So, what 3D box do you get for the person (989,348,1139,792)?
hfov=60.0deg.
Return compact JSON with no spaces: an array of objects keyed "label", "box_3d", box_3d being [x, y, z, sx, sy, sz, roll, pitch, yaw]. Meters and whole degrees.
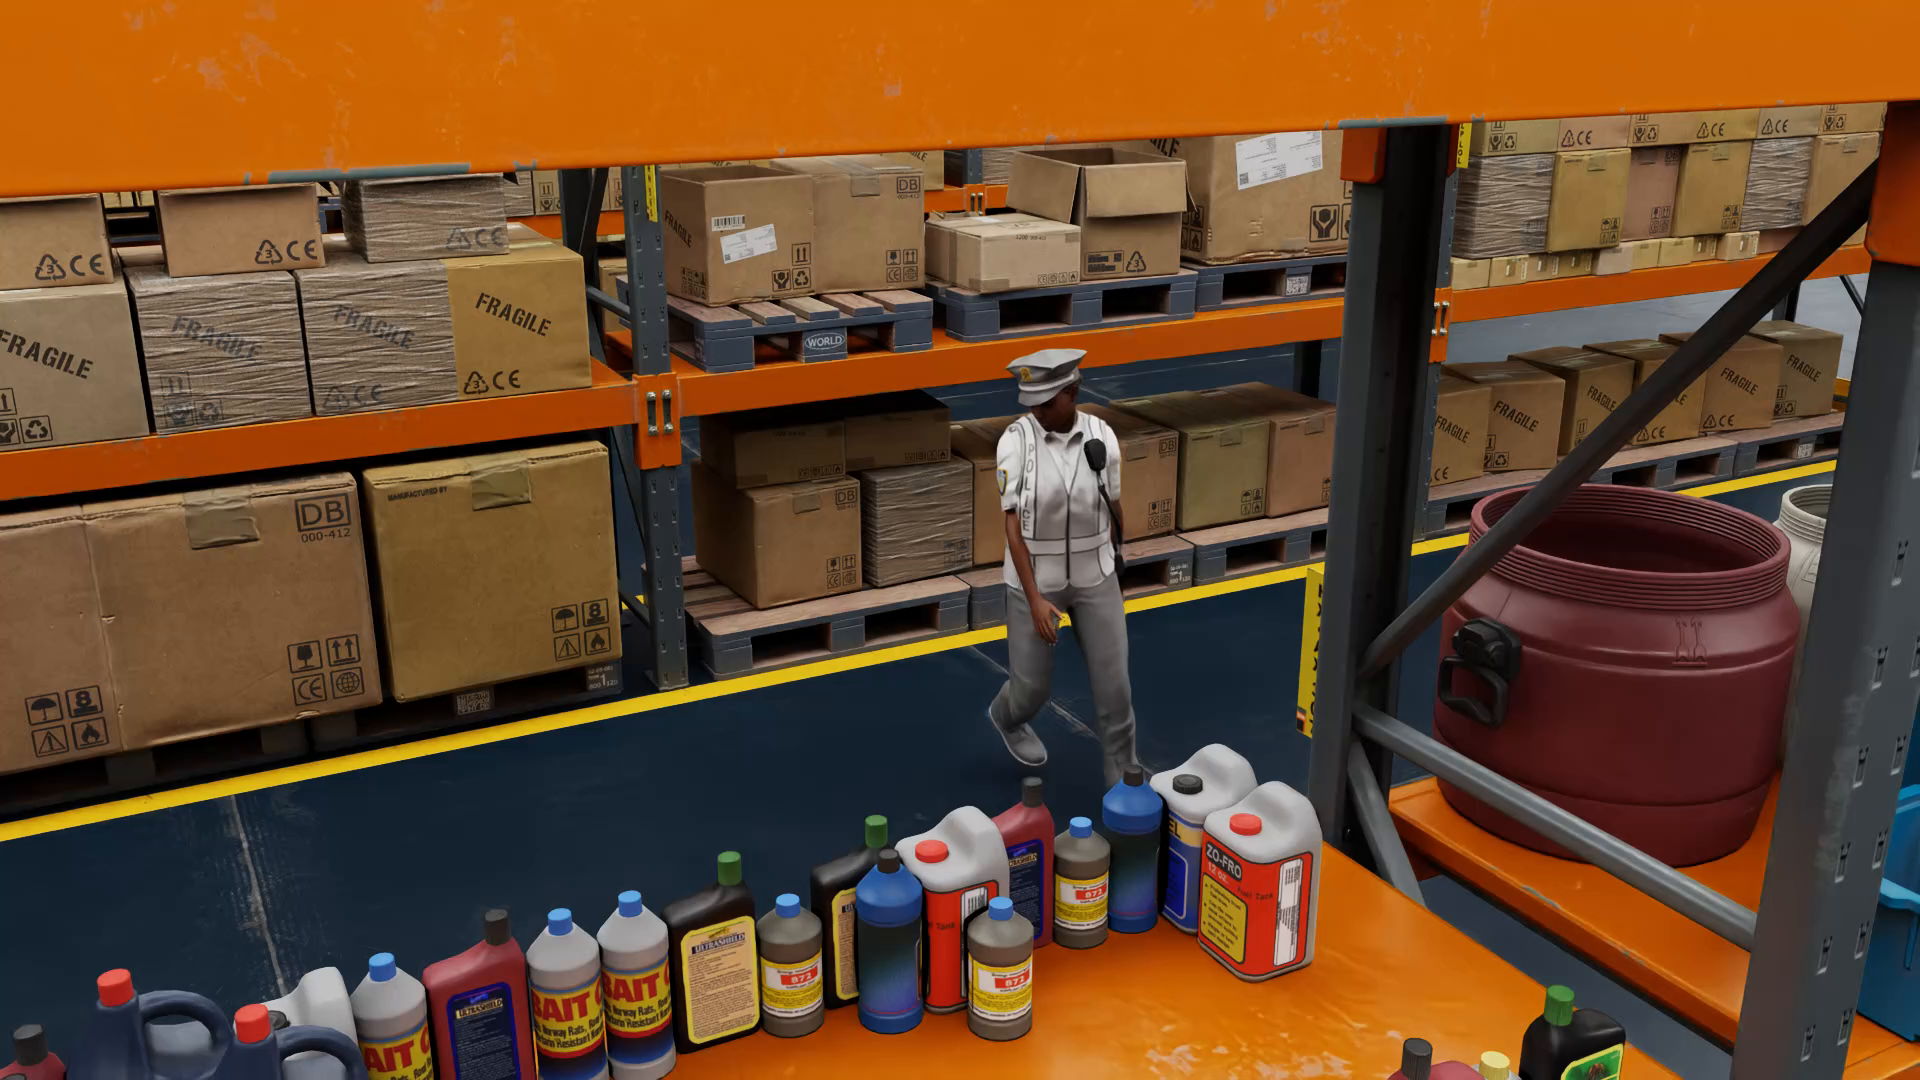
[{"label":"person","box_3d":[0.372,0.146,5.630,0.519,1.631,0.686,-3,19,-9]}]
